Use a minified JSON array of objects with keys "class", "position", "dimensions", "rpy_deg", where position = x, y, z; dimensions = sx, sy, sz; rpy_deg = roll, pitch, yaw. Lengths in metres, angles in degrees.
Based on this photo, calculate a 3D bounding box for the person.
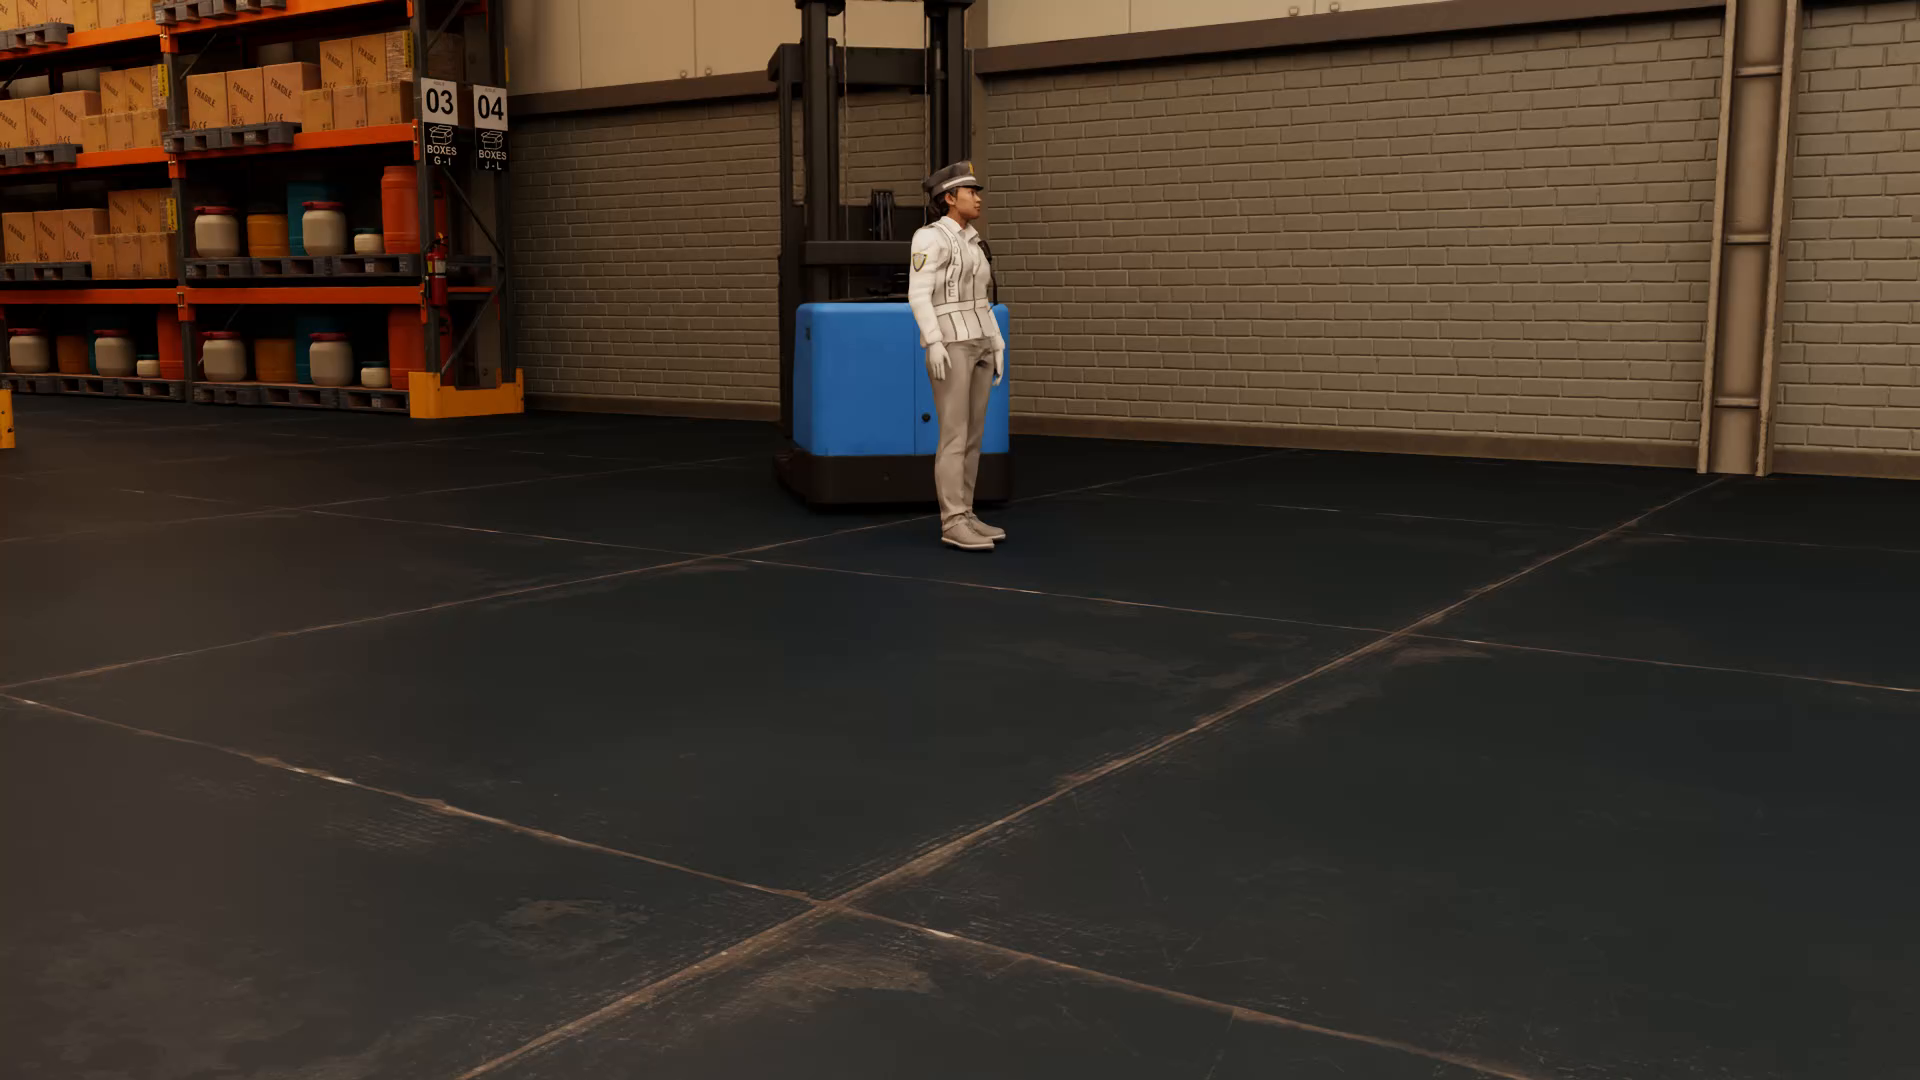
[{"class":"person","position":[0.053,-0.840,7.439],"dimensions":[0.530,1.694,0.586],"rpy_deg":[5,10,34]}]

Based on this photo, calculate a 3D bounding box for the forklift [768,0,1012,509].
[{"class":"forklift","position":[-0.526,-1.783,9.728],"dimensions":[1.130,2.935,3.031],"rpy_deg":[-2,8,-11]}]
